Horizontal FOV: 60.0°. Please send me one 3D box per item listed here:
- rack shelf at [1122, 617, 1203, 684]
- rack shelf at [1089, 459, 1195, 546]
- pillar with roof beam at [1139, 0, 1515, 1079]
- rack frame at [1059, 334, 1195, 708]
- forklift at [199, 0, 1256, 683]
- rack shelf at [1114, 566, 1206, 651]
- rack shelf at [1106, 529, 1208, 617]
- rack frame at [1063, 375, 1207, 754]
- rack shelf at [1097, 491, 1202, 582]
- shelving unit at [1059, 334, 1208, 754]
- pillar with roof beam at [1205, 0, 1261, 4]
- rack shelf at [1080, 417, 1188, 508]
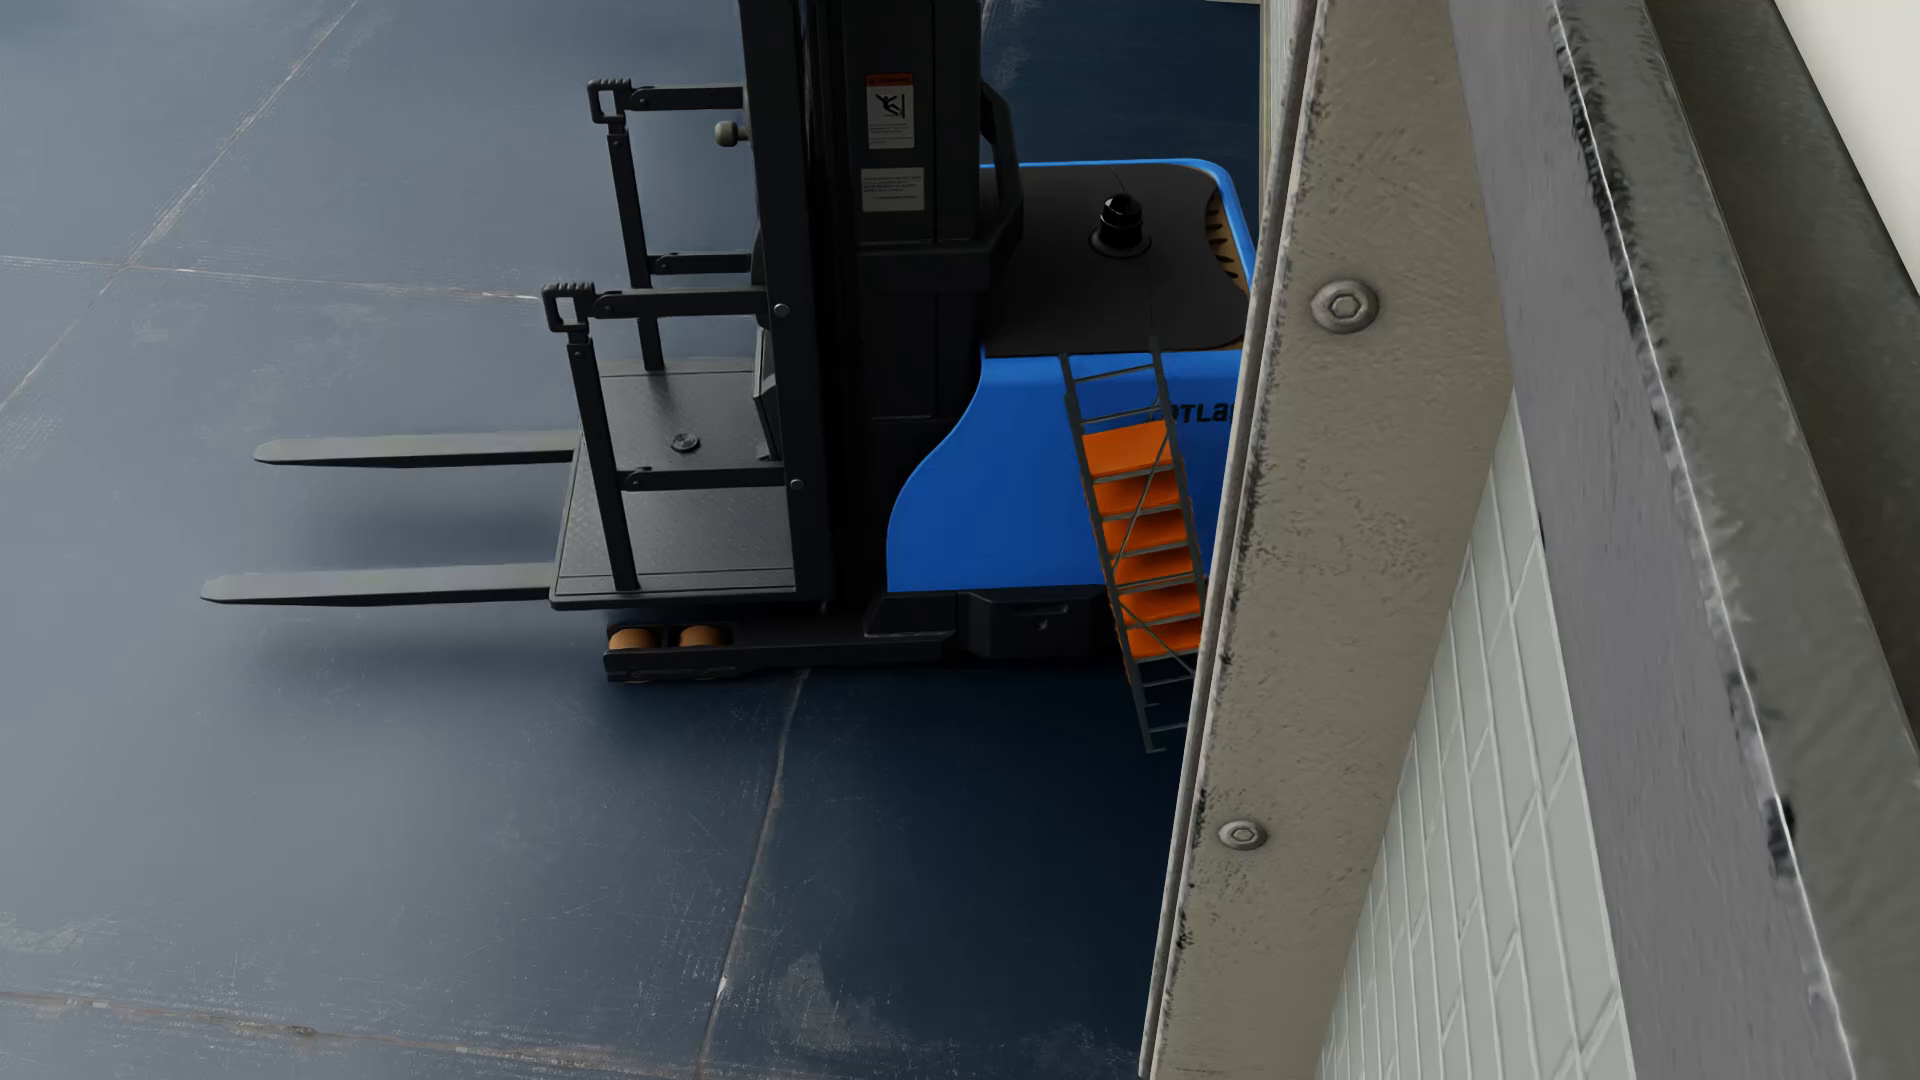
[{"bbox_3d":[0.560,0.267,4.462,0.258,0.103,0.180,-11,37,7],"label":"rack shelf"},{"bbox_3d":[0.450,-0.103,4.177,0.258,0.103,0.180,-11,37,7],"label":"rack shelf"},{"bbox_3d":[-3.712,-2.283,1.116,9.100,9.000,0.400,5,44,6],"label":"pillar with roof beam"},{"bbox_3d":[0.493,-0.008,4.366,0.240,1.200,0.006,-11,37,7],"label":"rack frame"},{"bbox_3d":[-0.683,-1.025,4.201,3.031,2.935,1.130,-2,43,-2],"label":"forklift"},{"bbox_3d":[0.532,0.175,4.391,0.258,0.103,0.180,-11,37,7],"label":"rack shelf"},{"bbox_3d":[0.505,0.082,4.320,0.258,0.103,0.180,-11,37,7],"label":"rack shelf"},{"bbox_3d":[0.496,0.104,4.221,0.240,1.200,0.006,-11,37,7],"label":"rack frame"},{"bbox_3d":[0.477,-0.010,4.248,0.258,0.103,0.180,-11,37,7],"label":"rack shelf"},{"bbox_3d":[0.495,0.048,4.293,0.258,1.200,0.189,-11,37,7],"label":"shelving unit"},{"bbox_3d":[-2.919,-6.372,5.435,9.100,9.000,0.400,5,44,6],"label":"pillar with roof beam"},{"bbox_3d":[0.422,-0.195,4.106,0.258,0.103,0.180,-11,37,7],"label":"rack shelf"}]
